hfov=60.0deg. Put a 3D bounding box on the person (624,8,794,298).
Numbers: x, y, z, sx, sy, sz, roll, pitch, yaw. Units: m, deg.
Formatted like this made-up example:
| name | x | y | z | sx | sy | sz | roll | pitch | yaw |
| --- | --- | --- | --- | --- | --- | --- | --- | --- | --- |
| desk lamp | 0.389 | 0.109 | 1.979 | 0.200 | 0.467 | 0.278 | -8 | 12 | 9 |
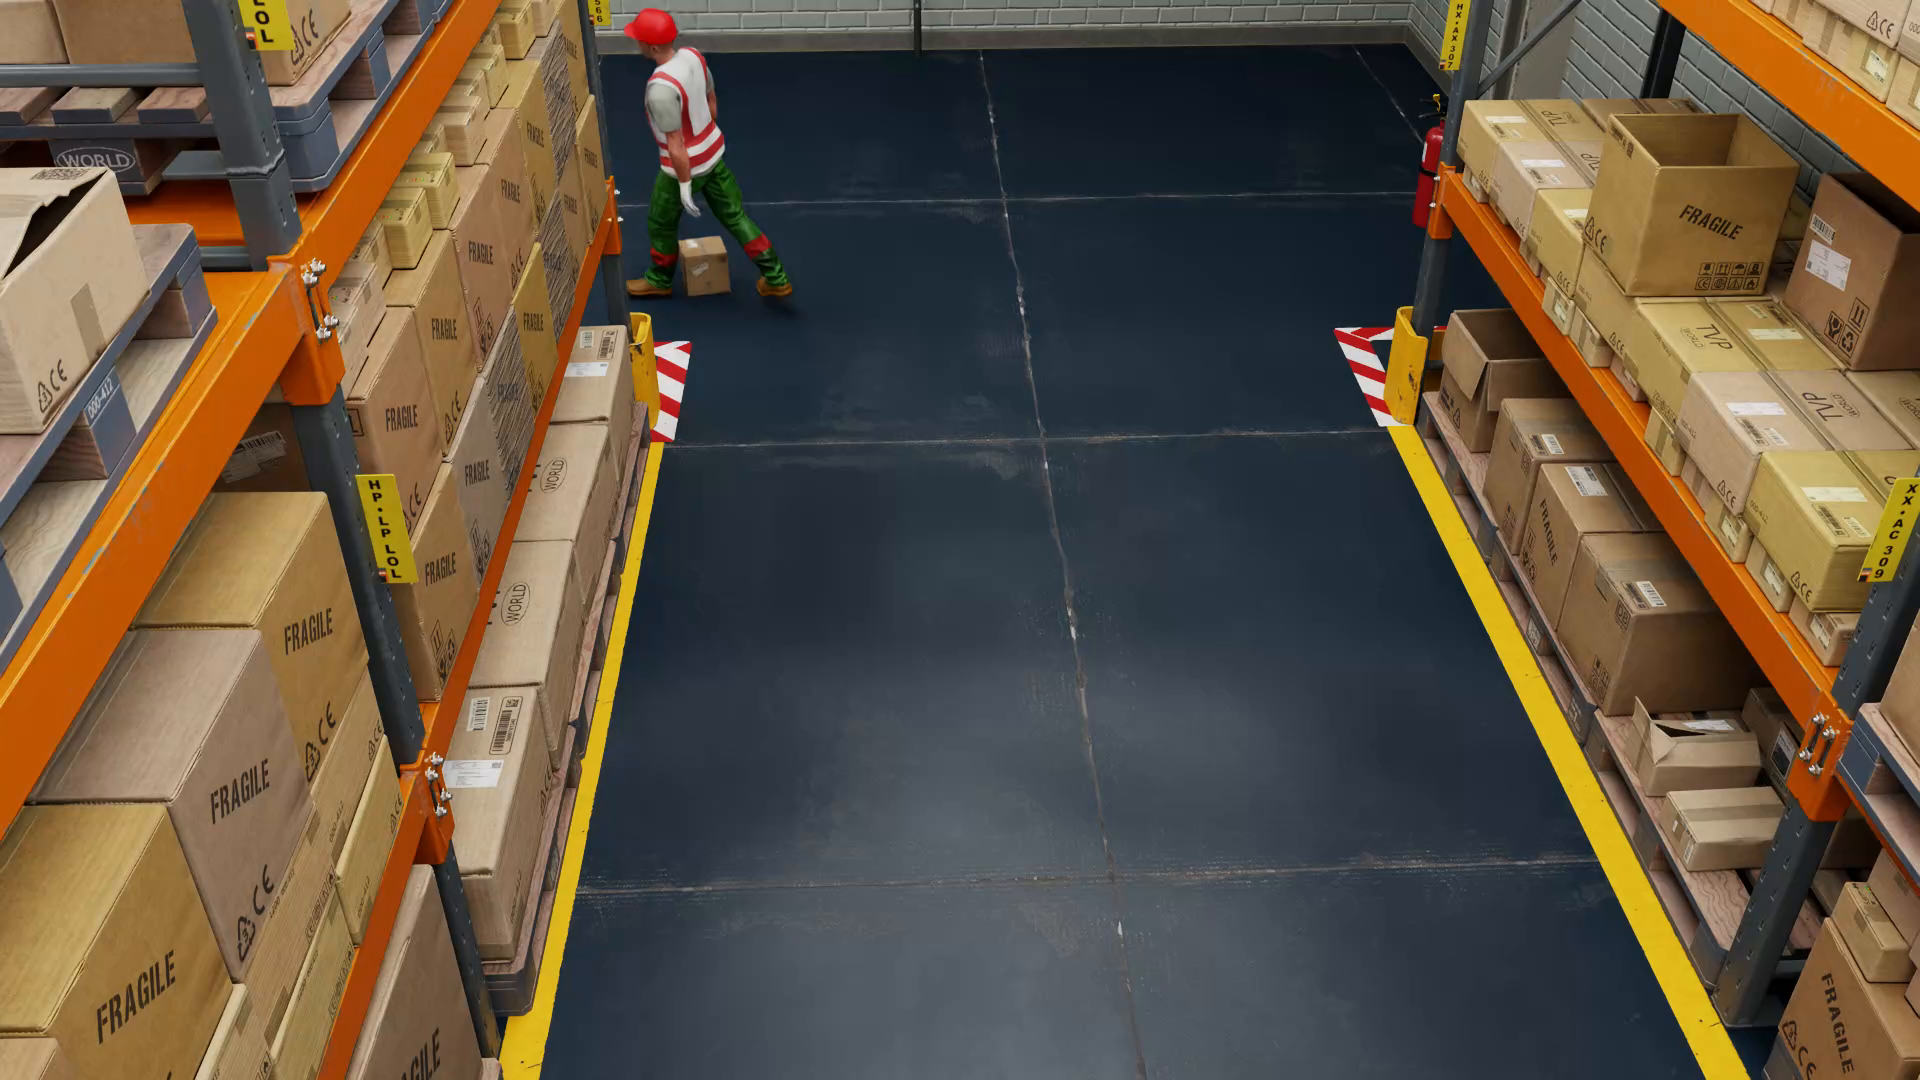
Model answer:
| name | x | y | z | sx | sy | sz | roll | pitch | yaw |
| --- | --- | --- | --- | --- | --- | --- | --- | --- | --- |
| person | -1.466 | -2.084 | 9.132 | 1.054 | 1.732 | 0.667 | 11 | 36 | 15 |
